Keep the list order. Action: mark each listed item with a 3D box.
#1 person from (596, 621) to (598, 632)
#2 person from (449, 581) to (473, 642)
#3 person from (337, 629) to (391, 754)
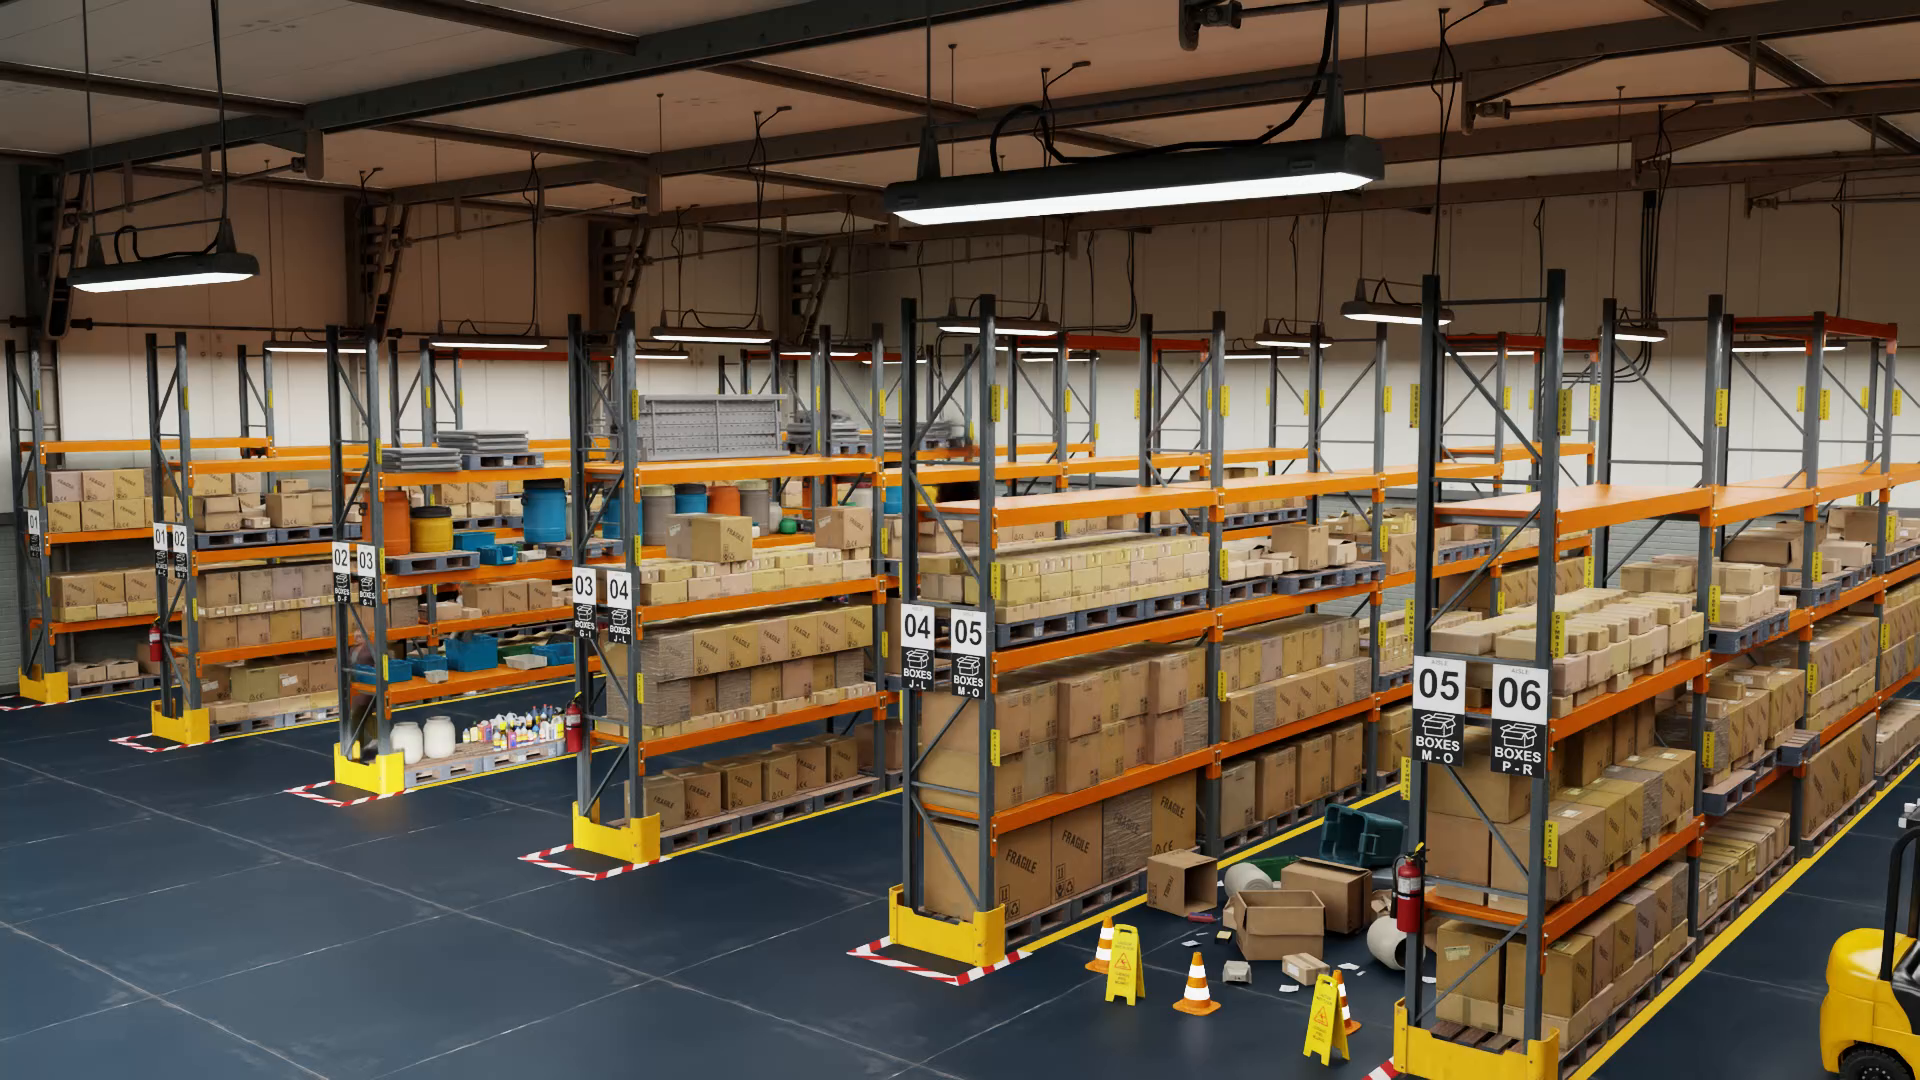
[{"bbox_3d":[-7.554,1.308,33.897,0.565,1.641,0.731,3,6,27],"label":"person"},{"bbox_3d":[-9.181,1.563,30.668,0.593,1.660,0.624,3,6,32],"label":"person"},{"bbox_3d":[-8.429,2.207,23.507,0.677,1.756,0.865,3,6,31],"label":"person"}]
